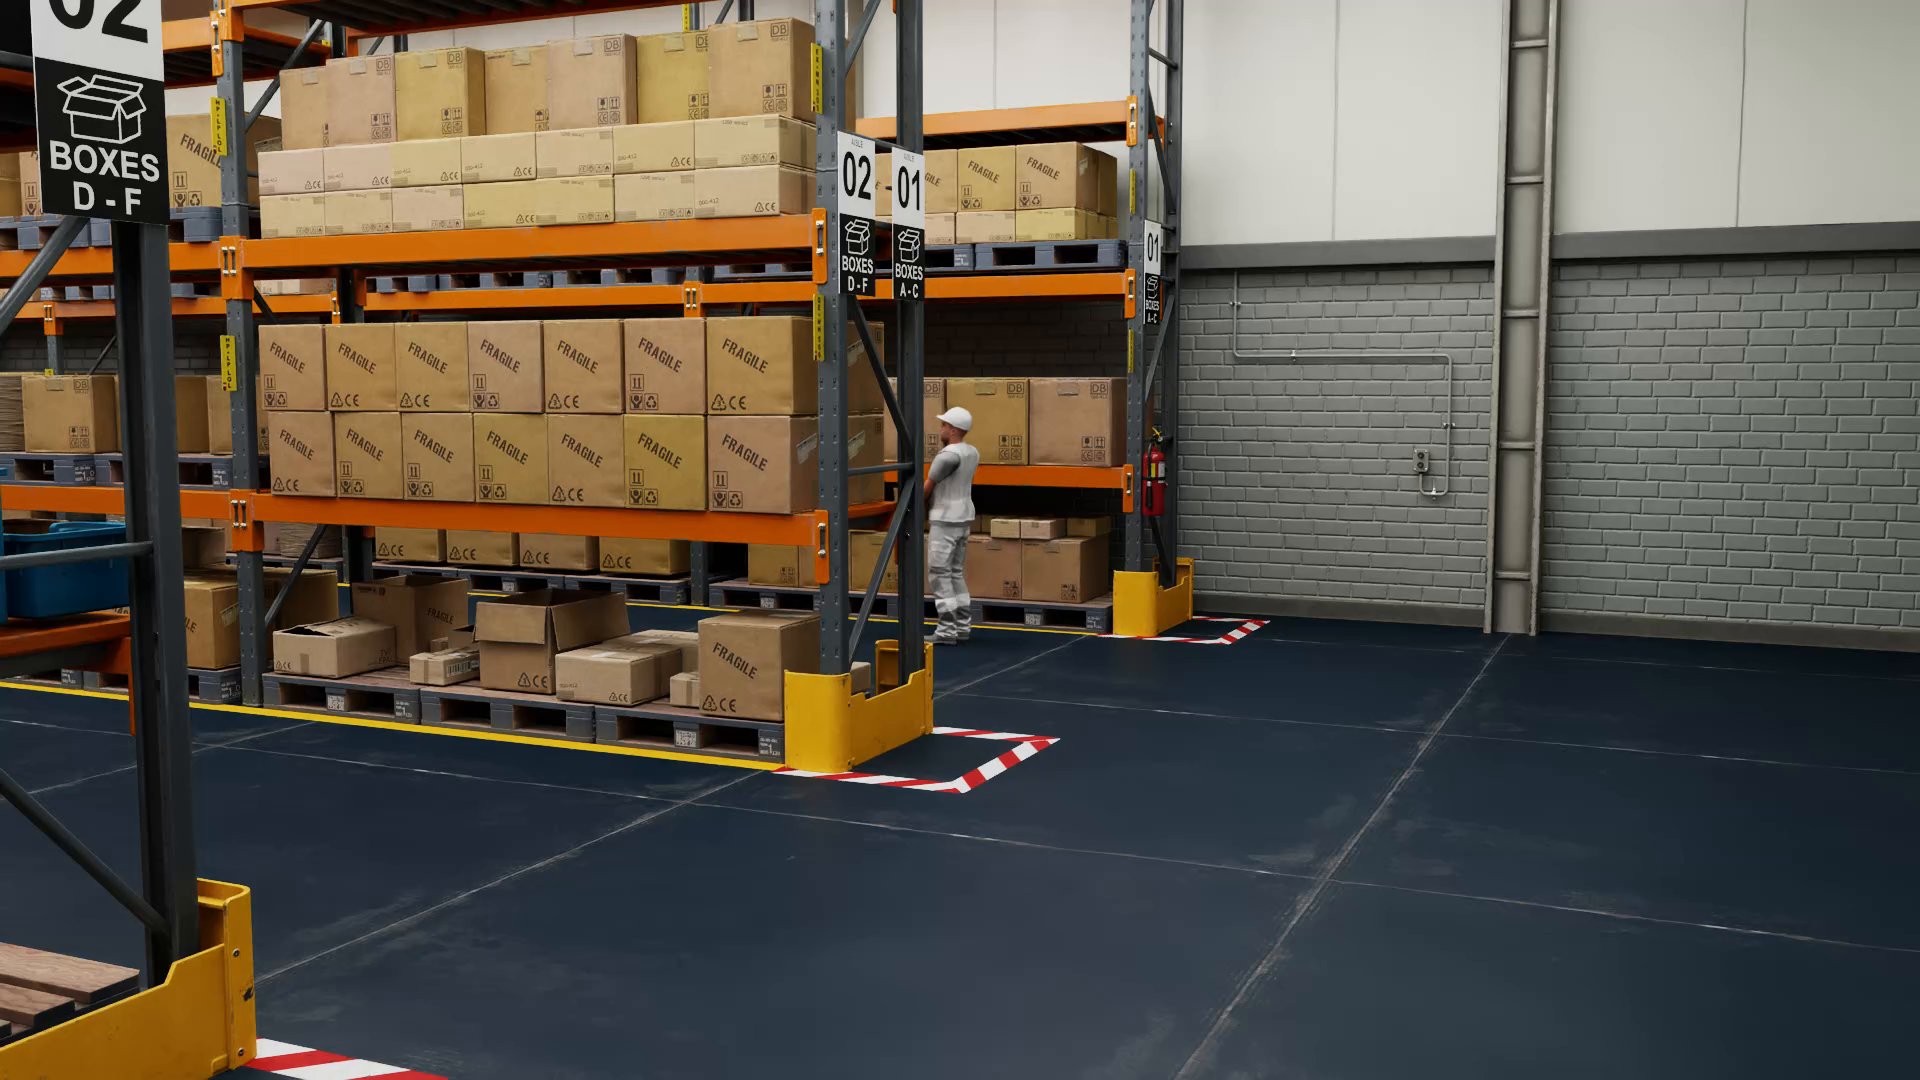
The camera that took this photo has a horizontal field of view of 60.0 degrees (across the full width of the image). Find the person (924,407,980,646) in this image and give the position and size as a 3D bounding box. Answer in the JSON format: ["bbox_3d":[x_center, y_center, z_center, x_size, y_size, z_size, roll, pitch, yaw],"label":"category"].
[{"bbox_3d":[-0.168,-0.112,12.552,0.563,1.782,0.493,2,6,24],"label":"person"}]
